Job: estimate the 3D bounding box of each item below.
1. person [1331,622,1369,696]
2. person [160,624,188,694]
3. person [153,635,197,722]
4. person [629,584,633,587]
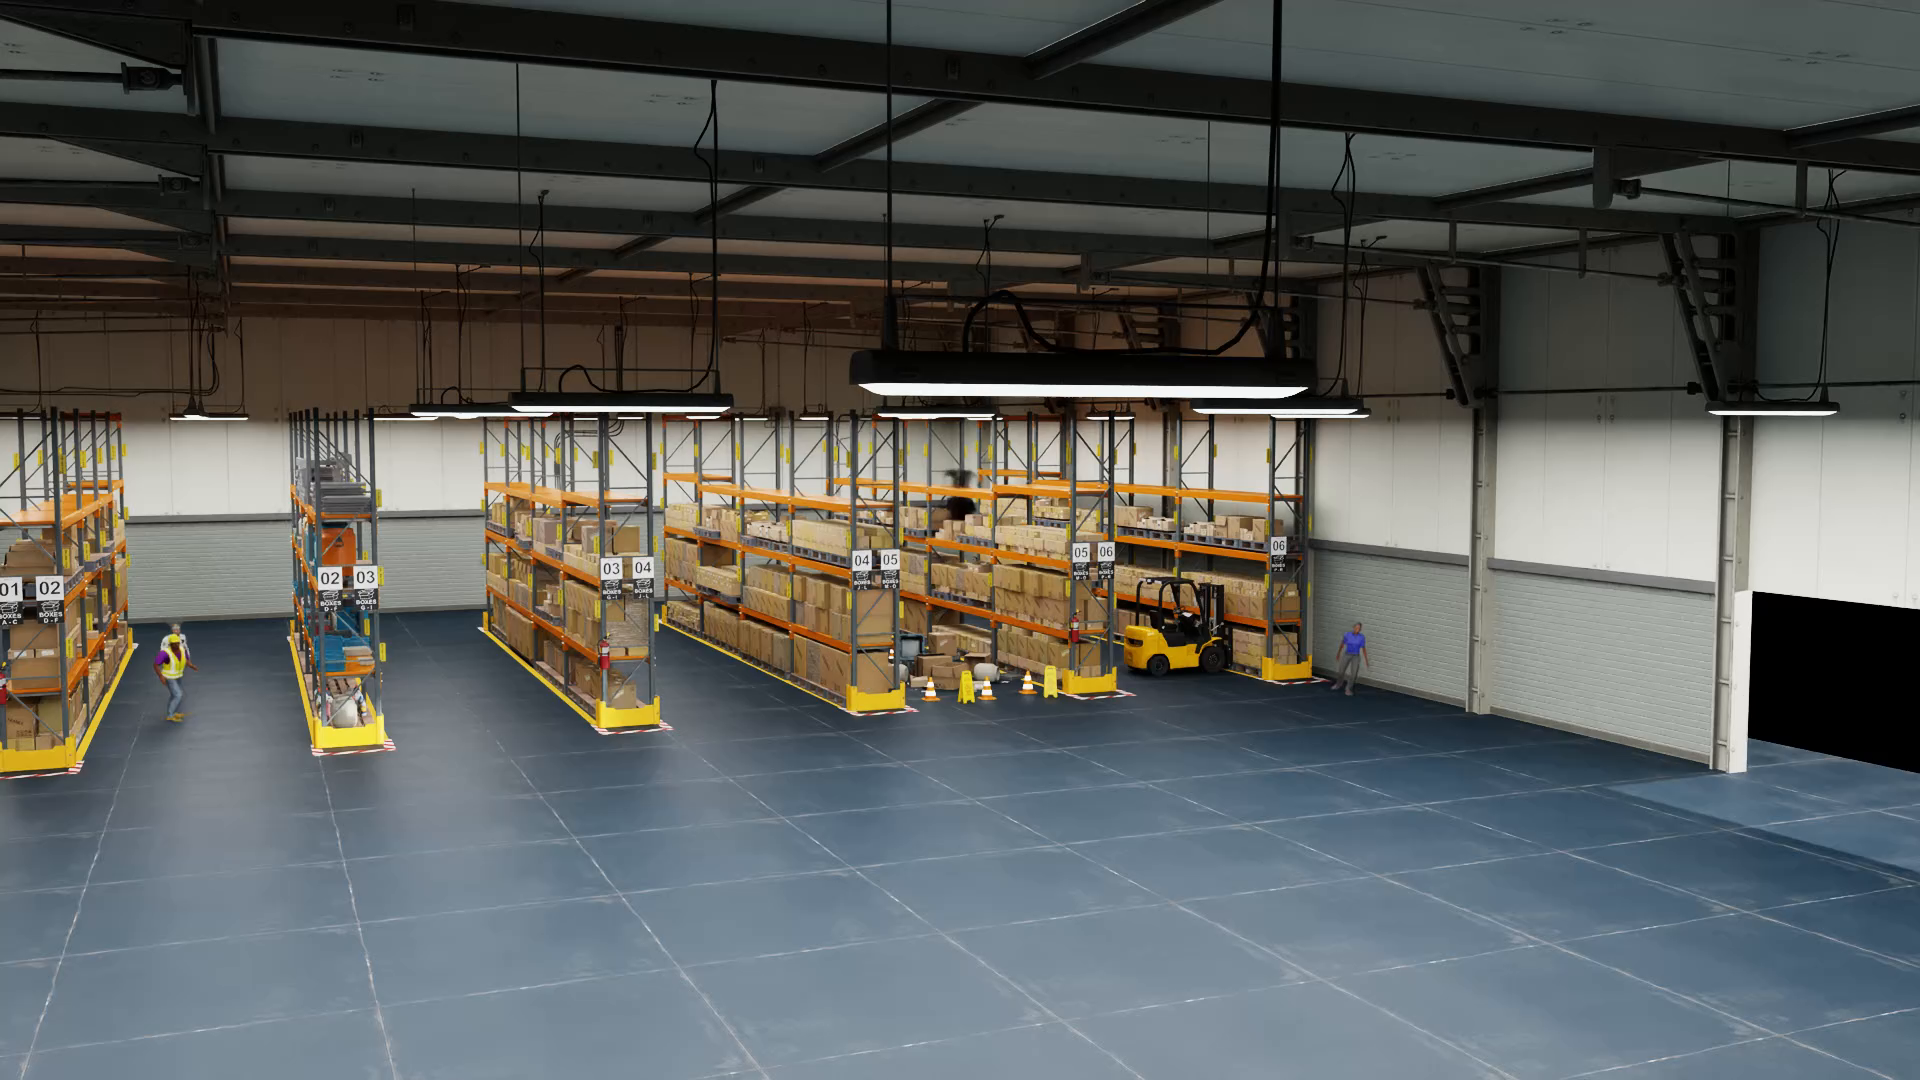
[{"bbox_3d":[8.204,2.480,34.973,0.728,1.576,0.609,0,4,7],"label":"person"},{"bbox_3d":[-16.385,2.509,34.619,0.723,1.612,0.590,3,5,37],"label":"person"},{"bbox_3d":[-15.110,2.651,32.052,0.801,1.698,0.708,1,4,11],"label":"person"},{"bbox_3d":[-8.914,1.740,45.705,0.618,1.624,0.730,-2,4,-27],"label":"person"}]
